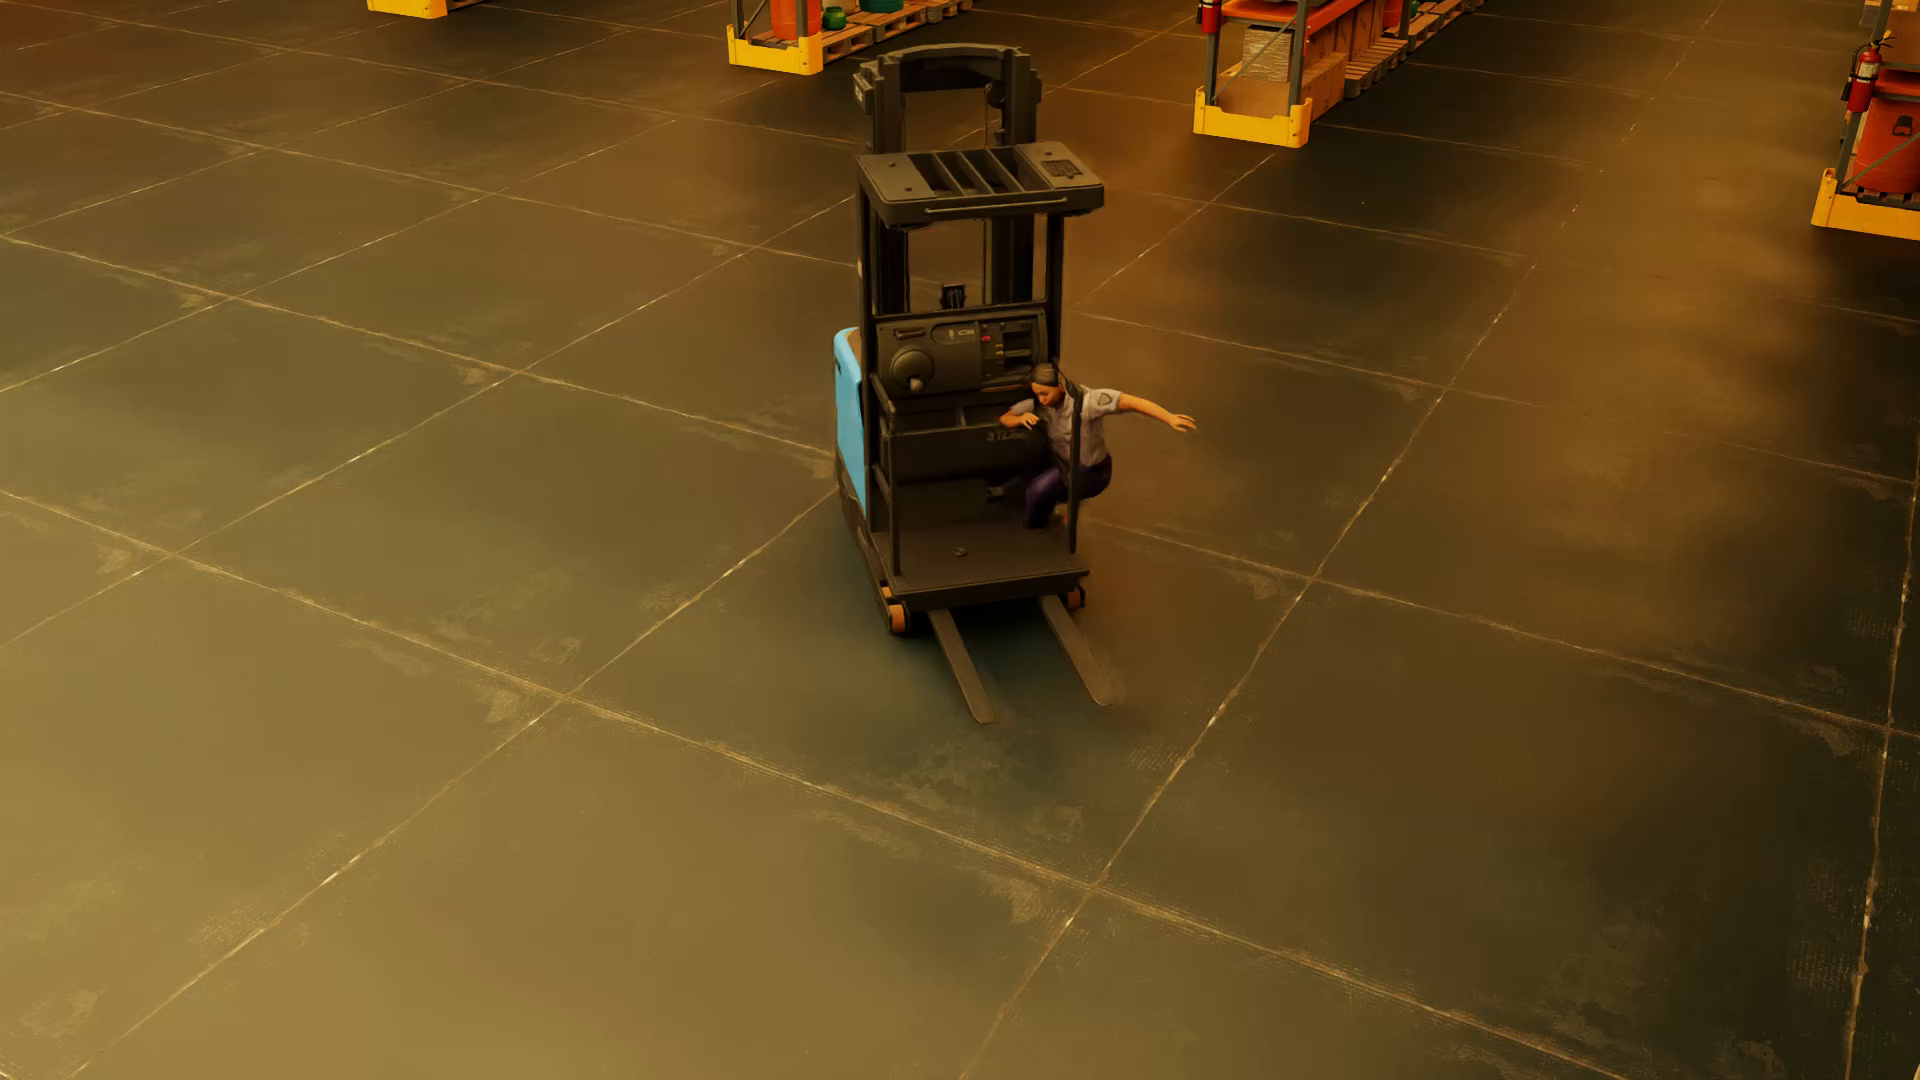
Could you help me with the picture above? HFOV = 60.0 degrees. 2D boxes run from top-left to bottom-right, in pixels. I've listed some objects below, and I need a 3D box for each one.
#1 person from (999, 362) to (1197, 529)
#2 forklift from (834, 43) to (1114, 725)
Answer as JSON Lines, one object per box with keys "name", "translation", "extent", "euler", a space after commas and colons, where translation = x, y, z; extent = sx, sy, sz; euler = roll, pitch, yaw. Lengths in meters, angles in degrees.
{"name": "person", "translation": [0.608, -0.327, 9.281], "extent": [0.682, 1.344, 1.286], "euler": [-24, 37, -35]}
{"name": "forklift", "translation": [0.069, -0.964, 8.741], "extent": [1.130, 2.935, 3.031], "euler": [-7, 31, -12]}
